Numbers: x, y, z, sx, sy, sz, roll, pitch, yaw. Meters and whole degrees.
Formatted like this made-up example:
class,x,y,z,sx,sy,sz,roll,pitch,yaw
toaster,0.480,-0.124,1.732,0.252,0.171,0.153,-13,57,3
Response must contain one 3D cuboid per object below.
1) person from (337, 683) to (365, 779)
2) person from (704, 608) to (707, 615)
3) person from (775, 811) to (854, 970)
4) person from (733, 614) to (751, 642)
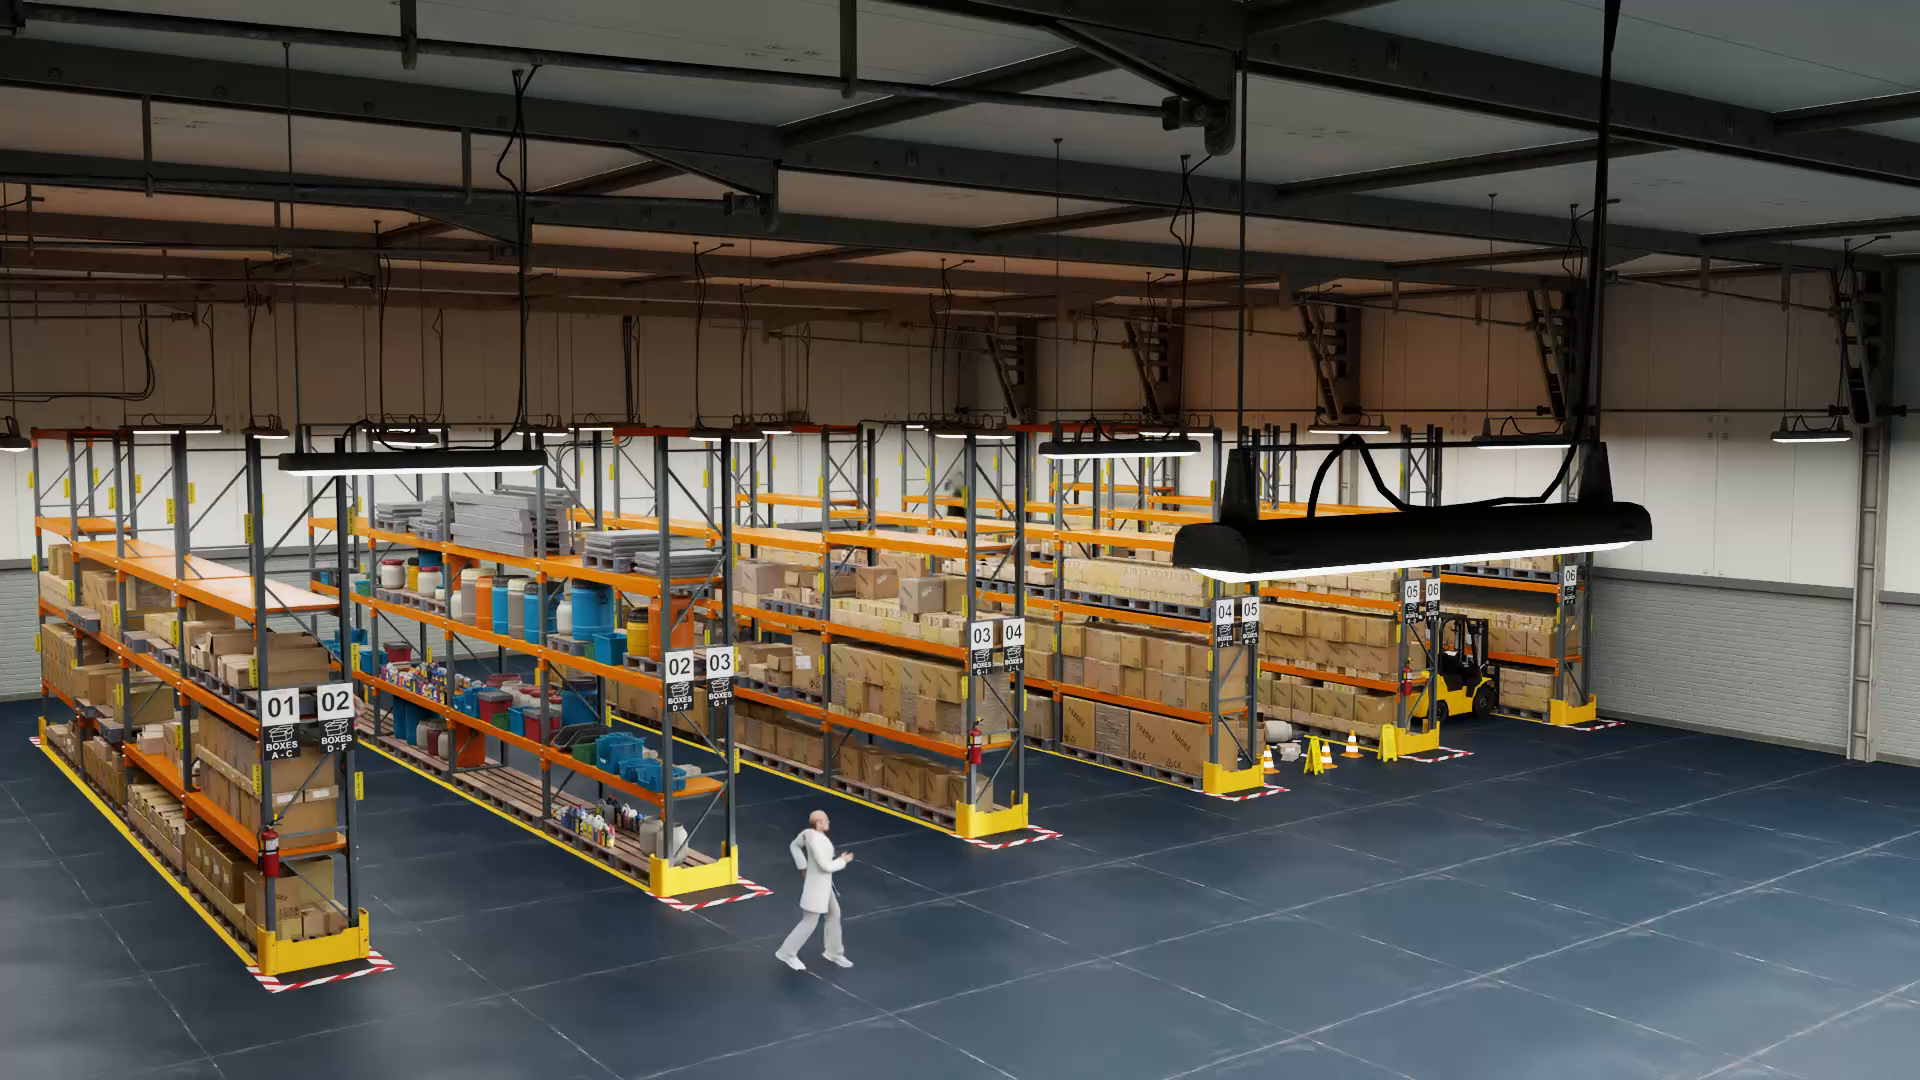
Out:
class,x,y,z,sx,sy,sz,roll,pitch,yaw
person,-10.323,3.193,27.916,0.650,1.756,0.909,-4,6,-44
person,-6.218,2.324,41.215,0.866,1.559,0.648,-4,6,-44
person,-1.638,3.961,18.728,0.898,1.846,0.705,-1,5,-8
person,-5.417,2.235,41.428,0.639,1.749,0.680,4,6,42
